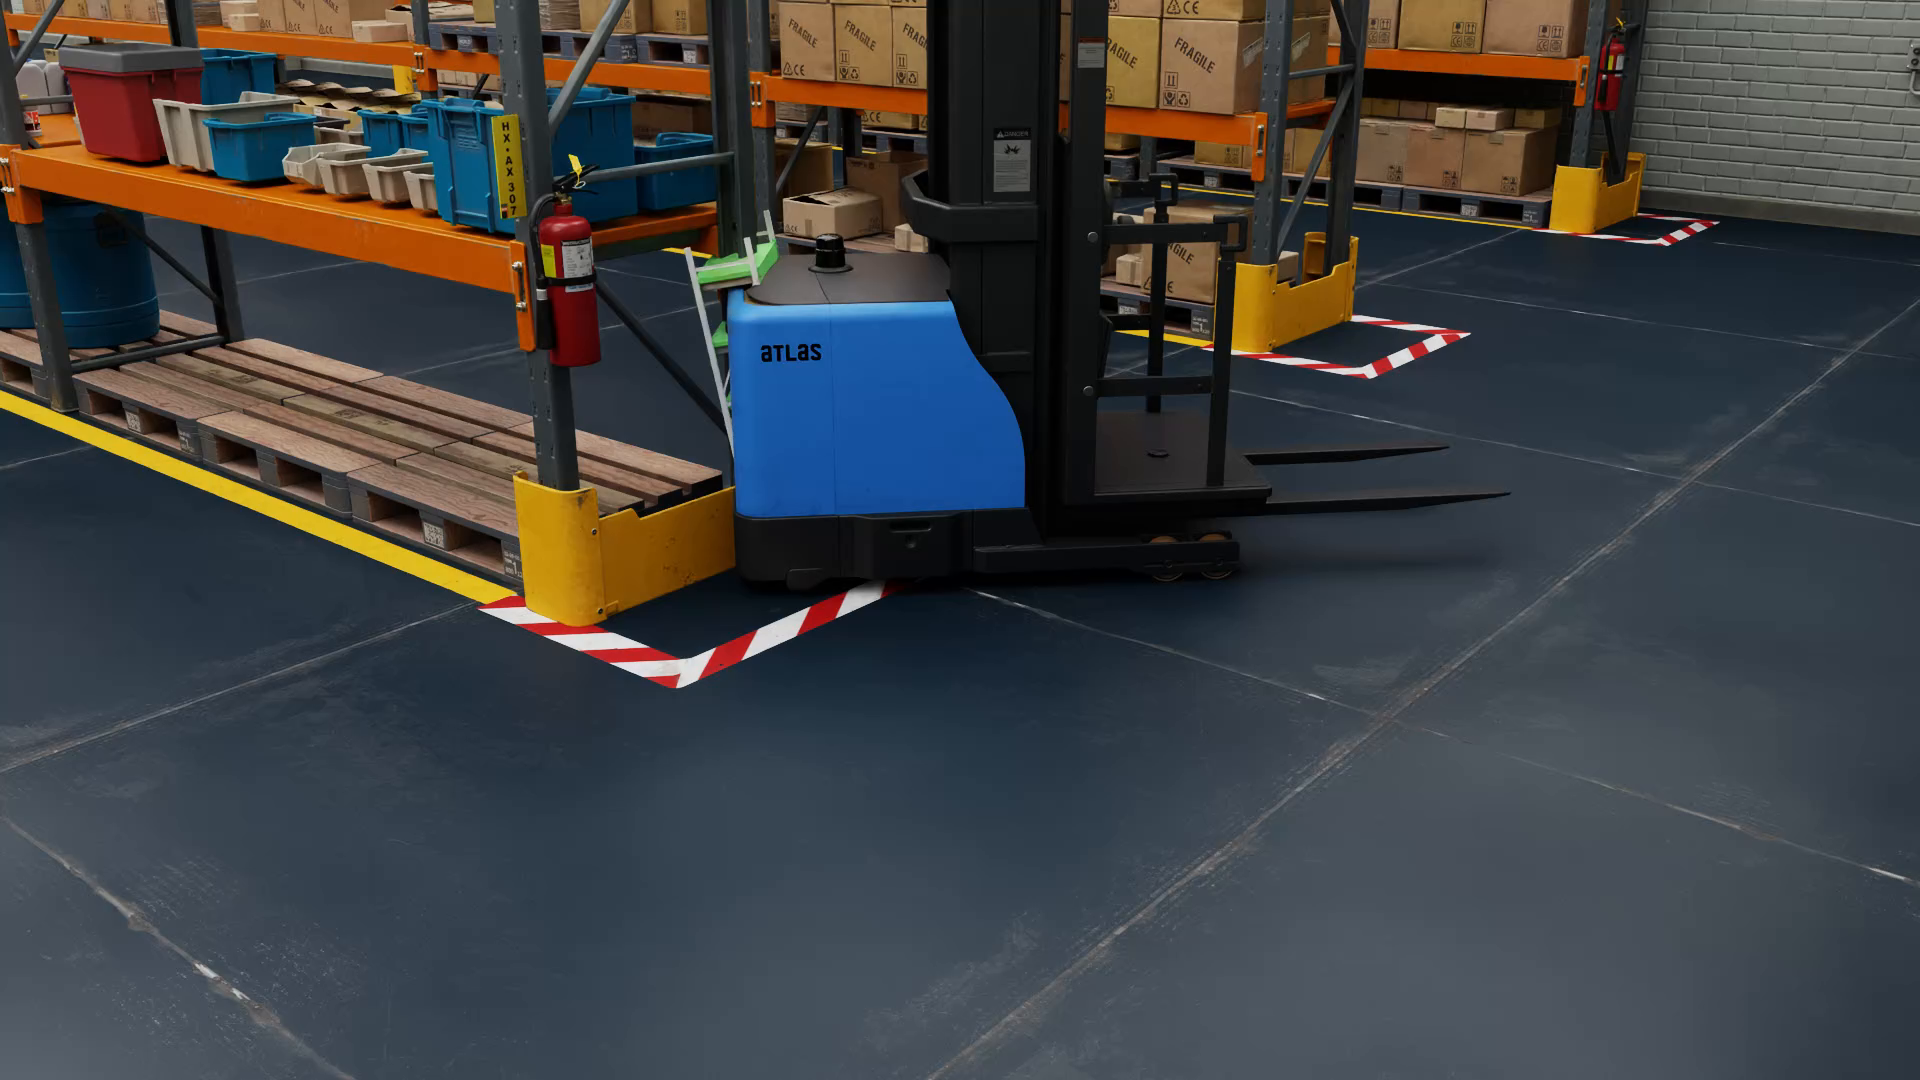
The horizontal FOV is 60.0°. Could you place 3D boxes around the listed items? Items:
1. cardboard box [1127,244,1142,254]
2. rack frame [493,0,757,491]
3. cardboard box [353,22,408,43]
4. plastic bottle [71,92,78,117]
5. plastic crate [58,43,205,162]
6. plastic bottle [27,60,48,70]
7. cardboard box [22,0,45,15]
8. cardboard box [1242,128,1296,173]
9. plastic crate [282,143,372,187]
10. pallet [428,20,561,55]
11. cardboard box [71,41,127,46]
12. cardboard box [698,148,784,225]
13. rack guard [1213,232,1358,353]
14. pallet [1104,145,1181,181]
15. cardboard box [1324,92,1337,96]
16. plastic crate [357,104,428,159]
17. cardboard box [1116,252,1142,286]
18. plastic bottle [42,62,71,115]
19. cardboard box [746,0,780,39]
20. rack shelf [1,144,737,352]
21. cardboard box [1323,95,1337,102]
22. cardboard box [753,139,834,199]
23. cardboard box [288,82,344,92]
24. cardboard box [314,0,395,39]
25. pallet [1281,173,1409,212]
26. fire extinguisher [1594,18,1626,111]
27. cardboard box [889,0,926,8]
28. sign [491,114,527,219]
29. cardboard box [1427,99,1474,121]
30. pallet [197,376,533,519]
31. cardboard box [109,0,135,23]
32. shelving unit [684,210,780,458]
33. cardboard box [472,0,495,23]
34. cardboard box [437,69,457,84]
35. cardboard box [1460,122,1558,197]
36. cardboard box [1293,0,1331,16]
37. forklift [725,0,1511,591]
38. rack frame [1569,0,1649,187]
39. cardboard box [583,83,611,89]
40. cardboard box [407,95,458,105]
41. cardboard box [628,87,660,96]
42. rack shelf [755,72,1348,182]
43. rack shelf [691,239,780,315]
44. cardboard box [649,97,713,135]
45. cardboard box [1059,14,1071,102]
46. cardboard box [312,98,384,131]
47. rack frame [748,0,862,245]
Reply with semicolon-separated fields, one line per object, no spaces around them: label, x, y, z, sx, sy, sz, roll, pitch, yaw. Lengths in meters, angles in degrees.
cardboard box;1.380;-1.870;10.650;0.500;0.250;0.500;16;26;36
rack frame;-1.126;-1.287;5.831;0.127;3.000;1.000;16;26;36
cardboard box;-5.060;-4.433;14.529;0.250;0.149;0.380;16;26;36
plastic bottle;-4.690;-2.338;8.898;0.097;0.201;0.097;0;21;0
plastic crate;-3.692;-1.970;7.466;0.583;0.464;0.402;16;26;36
plastic bottle;-5.240;-2.587;9.454;0.135;0.276;0.152;16;26;36
cardboard box;-10.033;-6.149;18.582;0.500;0.500;0.700;16;26;36
cardboard box;2.941;-3.607;14.930;0.500;0.500;0.700;16;26;36
plastic crate;-2.560;-1.510;6.709;0.250;0.136;0.298;16;26;36
pallet;-3.619;-4.204;13.836;1.003;0.211;1.213;16;26;36
cardboard box;-9.783;-5.433;19.063;0.500;0.500;0.500;16;26;36
cardboard box;-1.653;-2.601;12.234;0.500;0.500;0.500;16;26;36
rack guard;1.950;-1.488;9.905;0.348;0.500;1.175;16;26;36
pallet;1.394;-3.735;16.273;1.213;0.211;1.003;16;26;36
cardboard box;3.376;-3.878;14.729;0.250;0.149;0.380;16;26;37
plastic crate;-2.362;-1.743;7.191;0.300;0.233;0.416;16;26;36
cardboard box;1.175;-1.690;10.290;0.250;0.166;0.380;16;26;36
plastic bottle;-5.060;-2.536;9.317;0.135;0.276;0.152;16;26;36
cardboard box;-1.315;-3.943;12.137;0.500;0.500;0.700;7;22;18
rack shelf;-2.675;-1.397;7.141;4.000;0.370;1.077;16;26;36
cardboard box;3.108;-3.781;14.471;0.250;0.149;0.380;15;25;35
cardboard box;-1.311;-2.744;12.612;0.500;0.500;0.500;15;25;34
cardboard box;-6.386;-4.364;16.496;0.500;0.311;0.500;17;26;38
cardboard box;-5.499;-4.842;15.116;0.500;0.500;0.500;14;25;33
pallet;3.528;-3.120;14.643;1.213;0.211;1.003;16;26;36
fire extinguisher;4.963;-3.625;12.668;0.183;0.674;0.296;16;26;36
cardboard box;-0.105;-3.636;10.500;0.500;0.500;0.500;15;25;35
sign;-1.461;-1.210;5.394;0.005;0.325;0.100;16;26;36
cardboard box;4.170;-3.650;14.125;0.250;0.149;0.380;16;26;37
pallet;-2.681;-0.450;7.561;1.213;0.211;1.003;16;26;36
cardboard box;-8.434;-5.691;17.366;0.500;0.500;0.700;17;26;37
shelving unit;-0.758;-0.607;6.389;0.258;1.200;0.503;-8;22;6
cardboard box;-3.630;-4.559;13.770;0.500;0.500;0.700;7;22;18
cardboard box;-6.778;-6.334;22.401;0.500;0.311;0.500;13;24;30
cardboard box;4.533;-3.151;13.721;0.500;0.500;0.700;16;26;36
cardboard box;1.832;-3.326;9.679;0.500;0.500;0.500;17;27;38
forklift;0.624;-1.399;6.224;3.031;2.935;1.130;-3;21;-7
rack frame;5.138;-3.996;13.012;0.127;3.000;1.000;16;26;36
cardboard box;-4.592;-5.664;20.829;0.250;0.166;0.380;12;24;29
cardboard box;-4.821;-3.910;15.292;0.500;0.311;0.500;15;26;35
cardboard box;-3.578;-5.549;20.052;0.500;0.500;0.700;17;27;38
rack shelf;0.460;-2.750;10.730;4.000;0.370;1.077;16;26;36
rack shelf;-0.829;-0.987;6.234;0.258;0.148;0.480;-8;22;6
cardboard box;-2.085;-3.318;13.071;0.500;0.250;0.500;16;26;36
cardboard box;0.703;-2.941;10.073;0.500;0.500;0.500;16;26;37
cardboard box;-5.546;-3.875;15.199;0.500;0.311;0.500;16;26;36
rack frame;-1.090;-3.533;11.786;0.127;3.000;1.000;16;26;36
